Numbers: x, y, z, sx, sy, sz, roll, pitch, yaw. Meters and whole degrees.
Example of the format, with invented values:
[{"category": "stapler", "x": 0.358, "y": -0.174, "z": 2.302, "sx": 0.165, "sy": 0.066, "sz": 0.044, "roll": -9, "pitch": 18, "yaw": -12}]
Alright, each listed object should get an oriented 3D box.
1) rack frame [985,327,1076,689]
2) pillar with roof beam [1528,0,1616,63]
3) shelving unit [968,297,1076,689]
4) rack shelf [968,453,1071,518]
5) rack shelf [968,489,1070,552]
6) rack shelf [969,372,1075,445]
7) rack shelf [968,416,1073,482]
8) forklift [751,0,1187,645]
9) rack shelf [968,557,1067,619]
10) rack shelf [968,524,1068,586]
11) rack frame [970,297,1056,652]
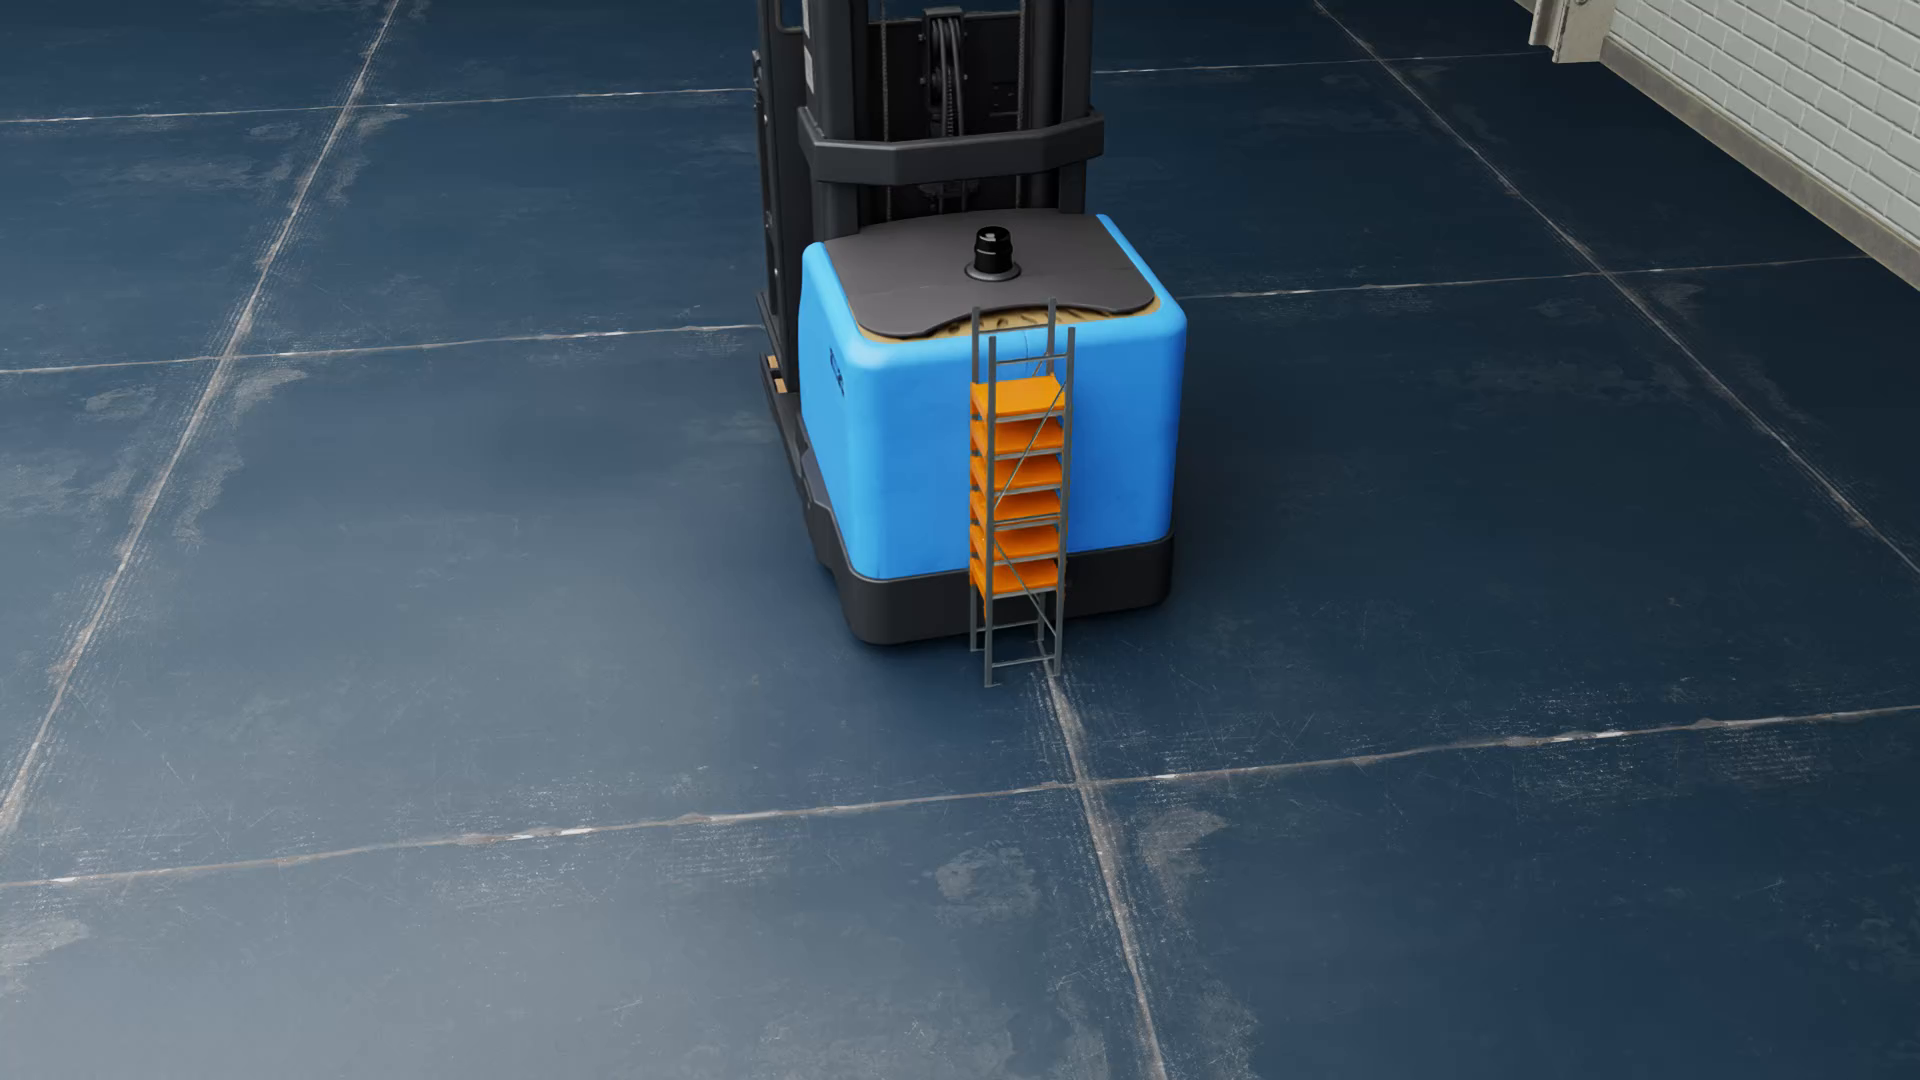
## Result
[{"category": "rack frame", "x": 0.193, "y": -0.059, "z": 4.771, "sx": 0.240, "sy": 1.200, "sz": 0.006, "roll": -8, "pitch": 35, "yaw": -11}, {"category": "pillar with roof beam", "x": -0.584, "y": -6.362, "z": 7.095, "sx": 9.100, "sy": 9.000, "sz": 0.400, "roll": -4, "pitch": 35, "yaw": -6}, {"category": "shelving unit", "x": 0.171, "y": -0.109, "z": 4.845, "sx": 0.258, "sy": 1.200, "sz": 0.189, "roll": -8, "pitch": 35, "yaw": -11}, {"category": "rack shelf", "x": 0.171, "y": -0.172, "z": 4.802, "sx": 0.258, "sy": 0.103, "sz": 0.180, "roll": -8, "pitch": 35, "yaw": -11}, {"category": "rack shelf", "x": 0.171, "y": -0.073, "z": 4.870, "sx": 0.258, "sy": 0.103, "sz": 0.180, "roll": -8, "pitch": 35, "yaw": -11}, {"category": "rack shelf", "x": 0.171, "y": -0.370, "z": 4.667, "sx": 0.258, "sy": 0.103, "sz": 0.180, "roll": -8, "pitch": 35, "yaw": -11}, {"category": "rack shelf", "x": 0.171, "y": -0.271, "z": 4.735, "sx": 0.258, "sy": 0.103, "sz": 0.180, "roll": -8, "pitch": 35, "yaw": -11}, {"category": "forklift", "x": -0.167, "y": -1.713, "z": 5.661, "sx": 1.130, "sy": 2.935, "sz": 3.031, "roll": -8, "pitch": 35, "yaw": -11}, {"category": "rack shelf", "x": 0.171, "y": 0.126, "z": 5.005, "sx": 0.258, "sy": 0.103, "sz": 0.180, "roll": -8, "pitch": 35, "yaw": -11}, {"category": "rack shelf", "x": 0.171, "y": 0.027, "z": 4.937, "sx": 0.258, "sy": 0.103, "sz": 0.180, "roll": -8, "pitch": 35, "yaw": -11}, {"category": "rack frame", "x": 0.149, "y": -0.159, "z": 4.918, "sx": 0.240, "sy": 1.200, "sz": 0.006, "roll": -8, "pitch": 35, "yaw": -11}]
